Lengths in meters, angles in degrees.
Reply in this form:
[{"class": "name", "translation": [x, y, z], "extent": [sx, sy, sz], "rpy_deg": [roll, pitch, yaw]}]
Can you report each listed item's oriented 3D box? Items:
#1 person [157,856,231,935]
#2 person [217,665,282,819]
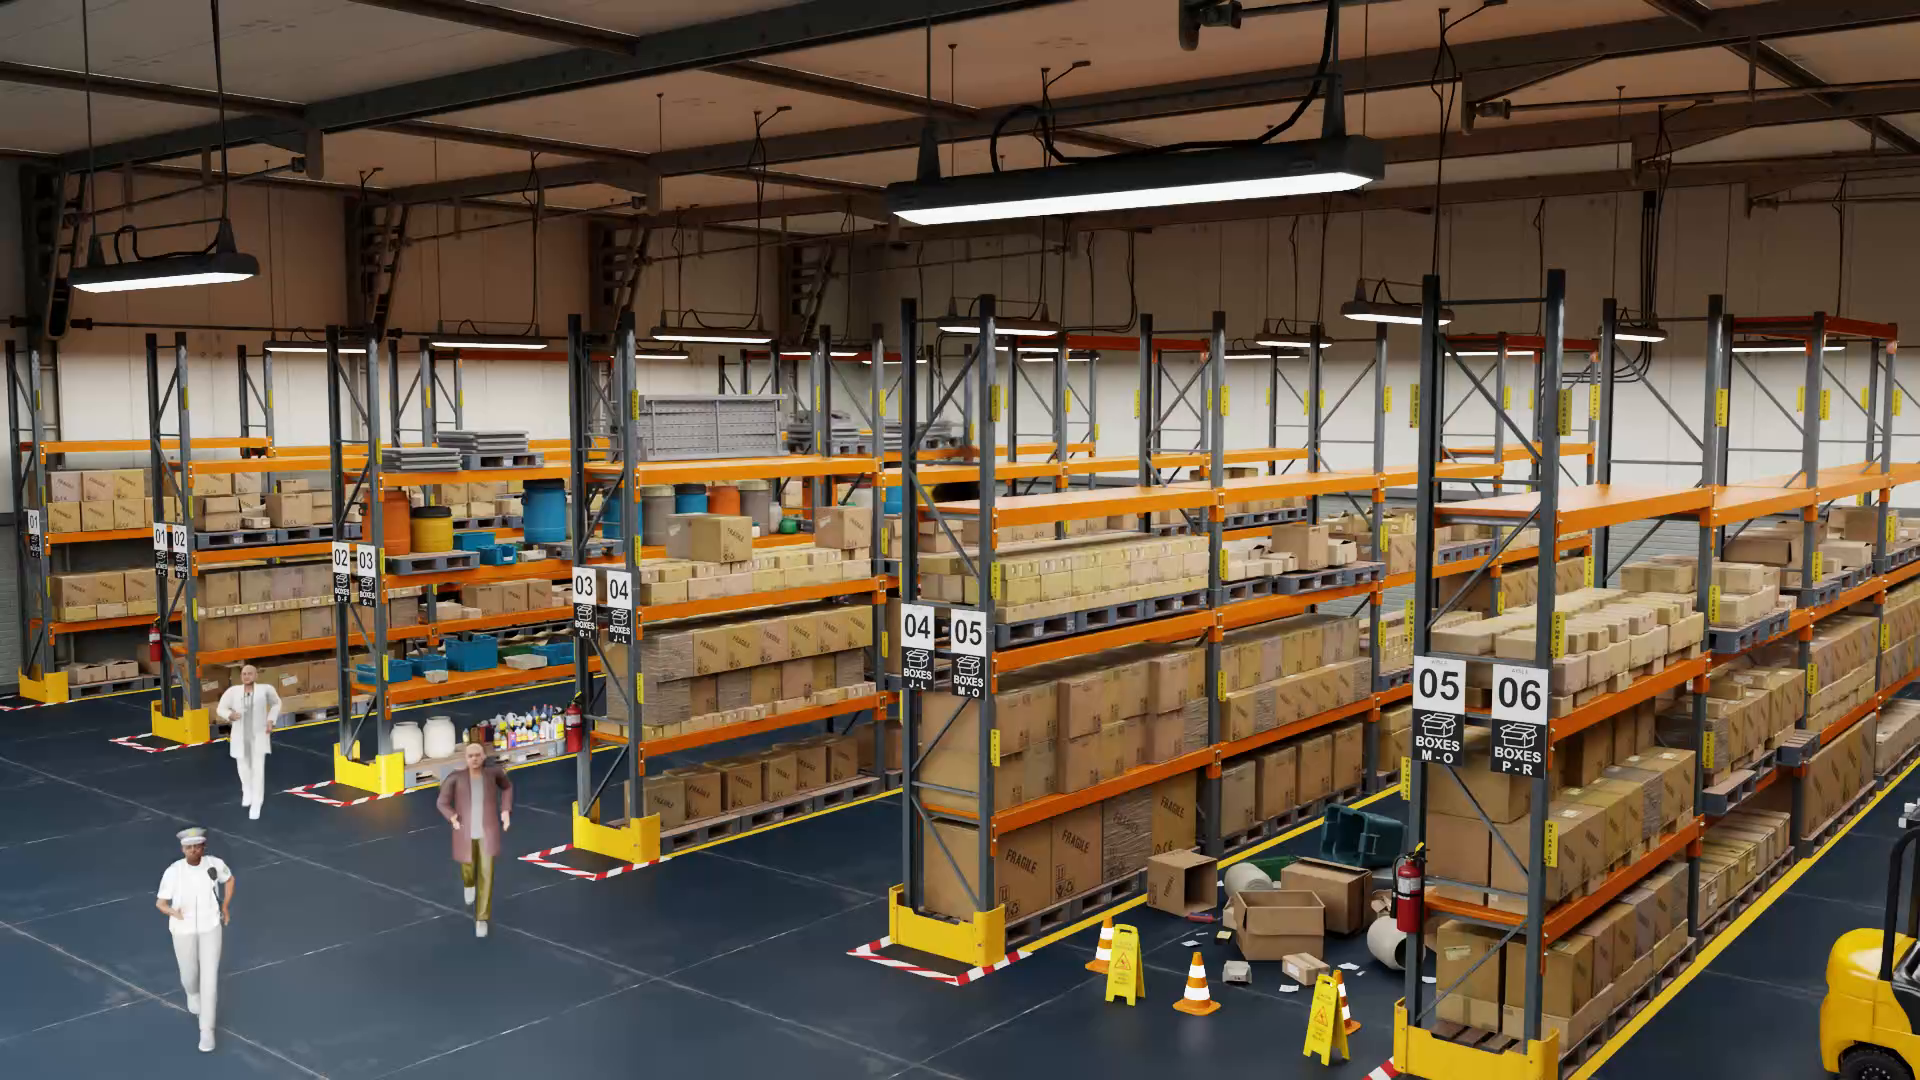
[{"class": "person", "translation": [-6.098, 2.807, 13.259], "extent": [0.543, 0.580, 0.409], "rpy_deg": [-2, 6, -25]}, {"class": "person", "translation": [-8.707, 2.431, 20.351], "extent": [0.713, 1.809, 0.944], "rpy_deg": [-1, 5, -13]}]
